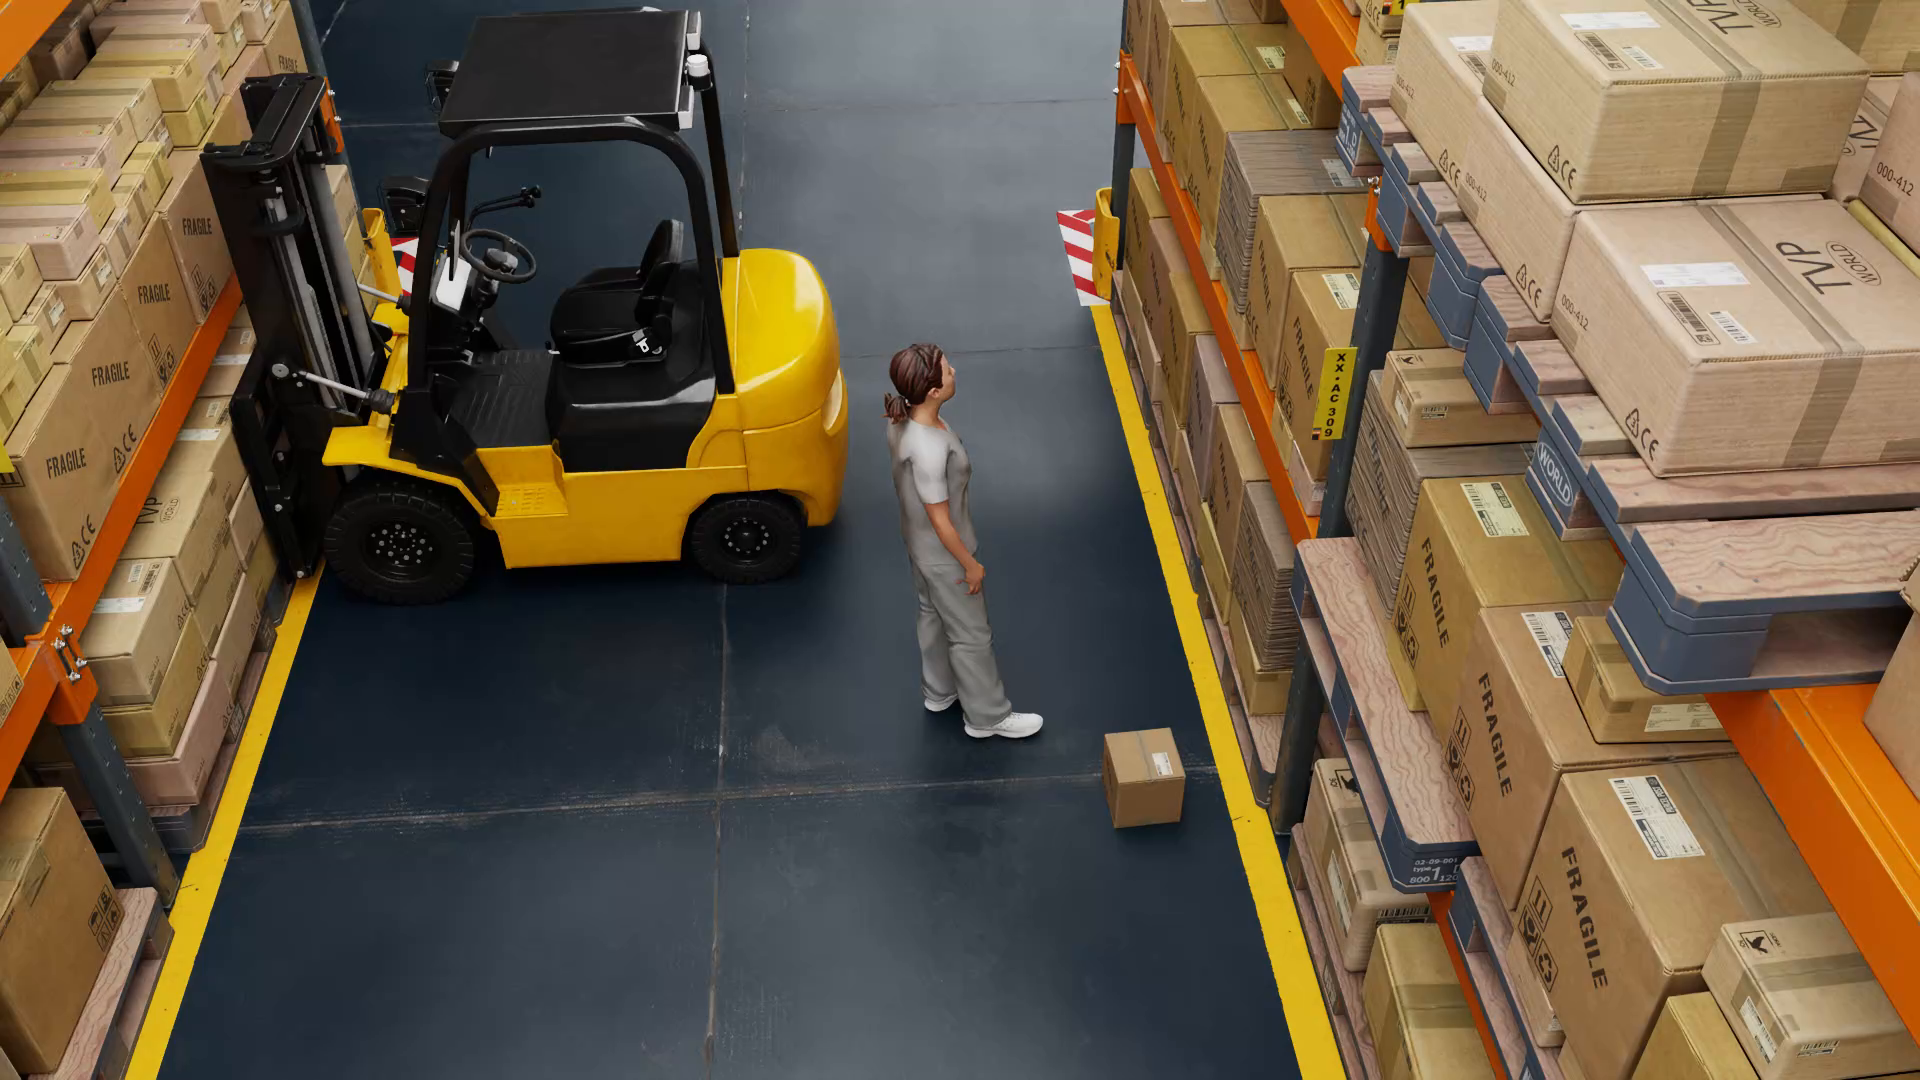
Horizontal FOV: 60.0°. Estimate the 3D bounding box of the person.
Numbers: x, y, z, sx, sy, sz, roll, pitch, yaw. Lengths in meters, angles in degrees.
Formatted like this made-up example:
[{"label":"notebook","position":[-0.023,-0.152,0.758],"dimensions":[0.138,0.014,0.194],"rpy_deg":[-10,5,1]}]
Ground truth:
[{"label":"person","position":[-0.004,-0.002,6.144],"dimensions":[0.550,1.677,0.550],"rpy_deg":[-11,40,-13]}]
